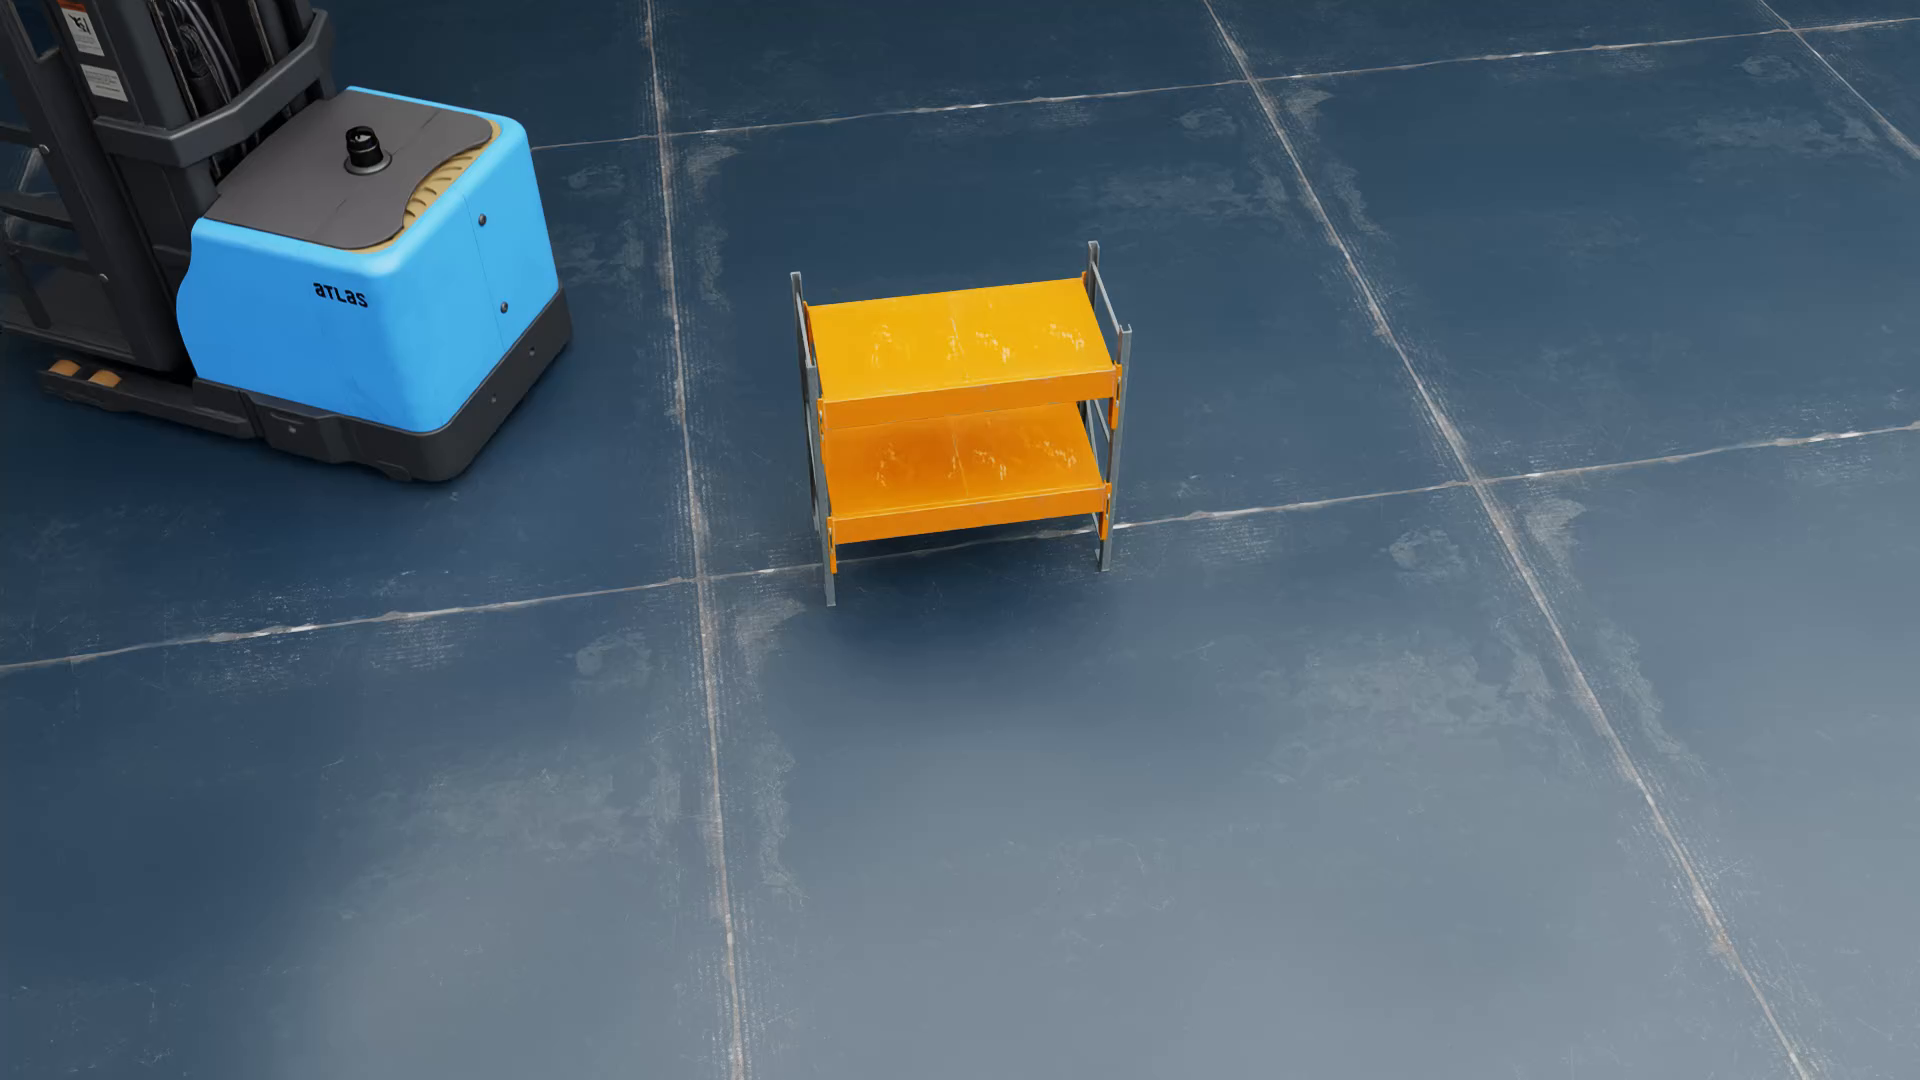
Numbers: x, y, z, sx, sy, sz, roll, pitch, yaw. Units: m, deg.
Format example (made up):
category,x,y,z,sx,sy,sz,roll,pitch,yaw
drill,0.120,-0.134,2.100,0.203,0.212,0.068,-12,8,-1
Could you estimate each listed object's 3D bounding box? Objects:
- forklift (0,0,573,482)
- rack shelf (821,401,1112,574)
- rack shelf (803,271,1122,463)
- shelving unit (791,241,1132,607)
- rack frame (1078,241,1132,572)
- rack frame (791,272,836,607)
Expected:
category,x,y,z,sx,sy,sz,roll,pitch,yaw
forklift,-3.203,-1.885,6.031,3.031,2.935,1.130,14,48,13
rack shelf,-0.007,-0.220,6.020,1.000,0.278,0.538,-7,46,-7
rack shelf,-0.007,-0.593,5.633,1.000,0.278,0.538,-7,46,-7
shelving unit,-0.007,-0.389,5.844,1.048,1.125,0.538,-7,46,-7
rack frame,0.494,-0.452,5.904,0.032,1.125,0.500,-7,46,-7
rack frame,-0.508,-0.327,5.784,0.032,1.125,0.500,-7,46,-7
